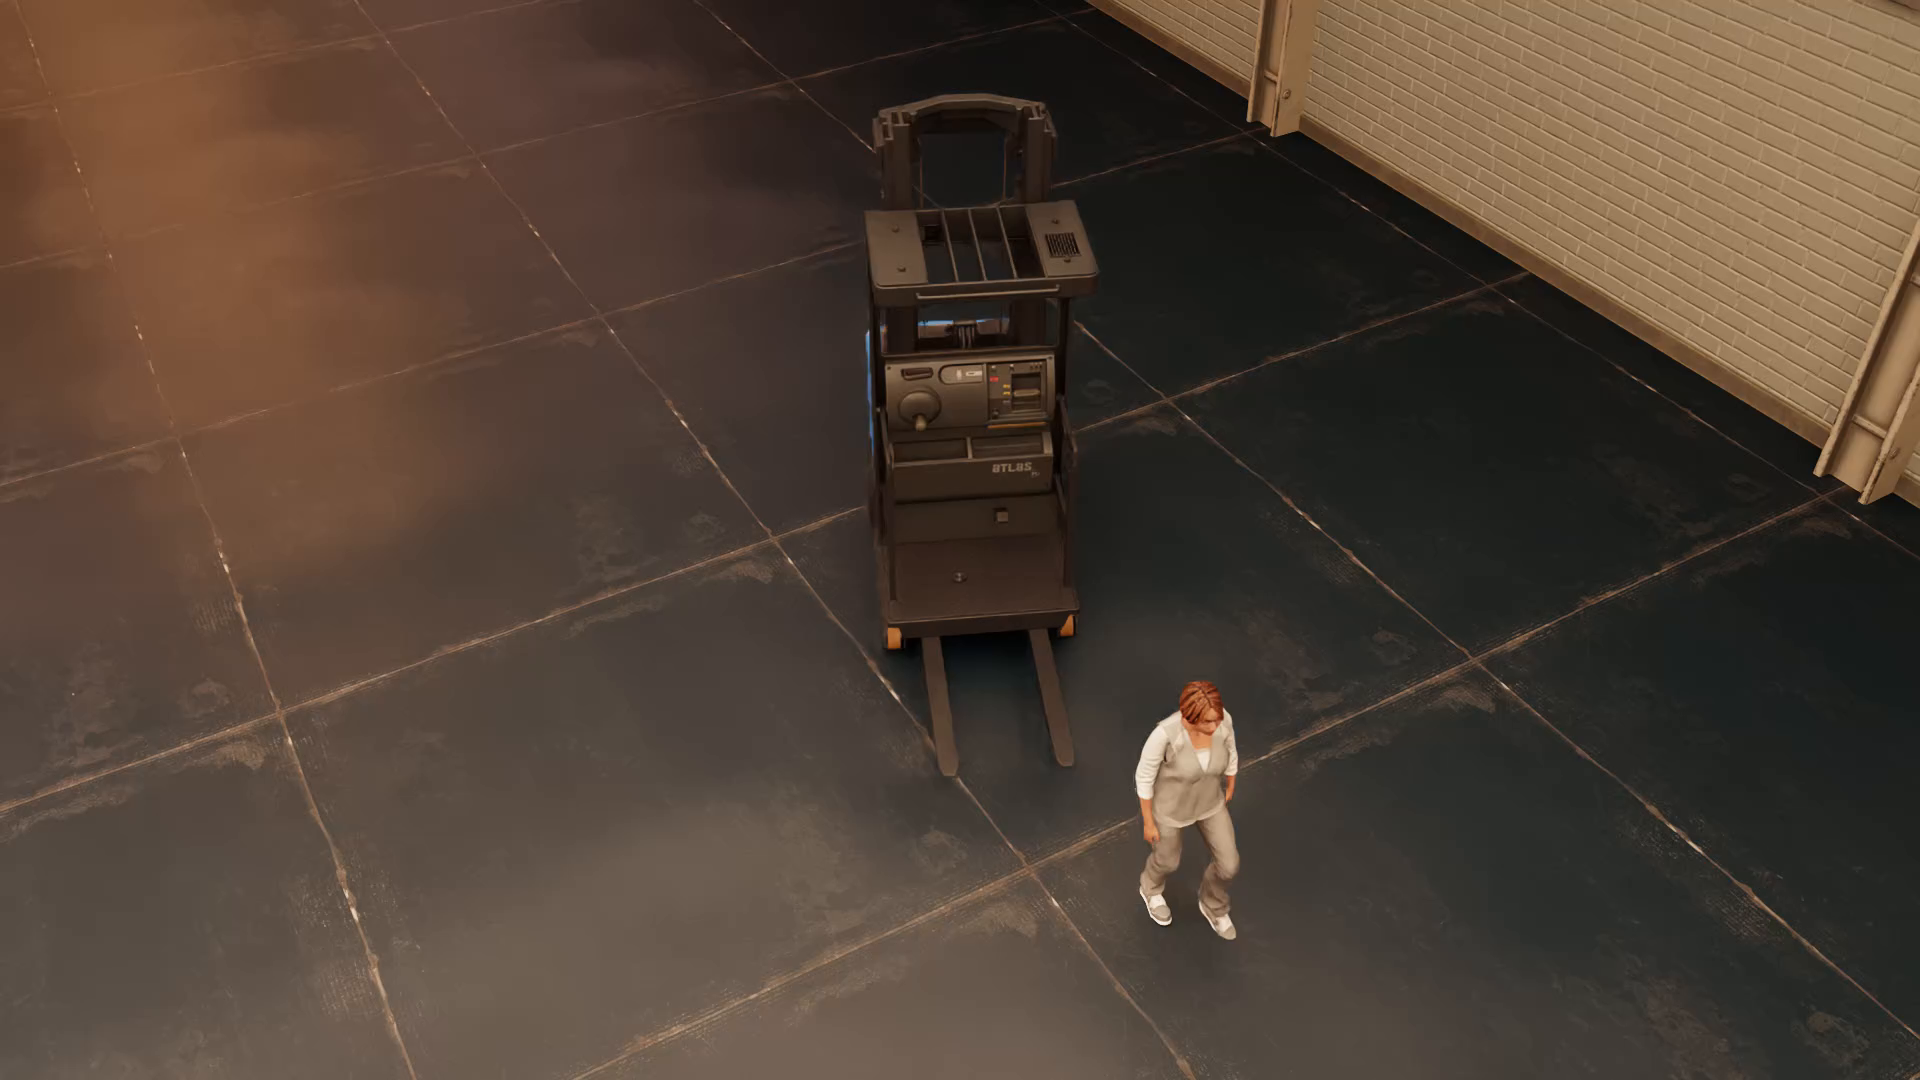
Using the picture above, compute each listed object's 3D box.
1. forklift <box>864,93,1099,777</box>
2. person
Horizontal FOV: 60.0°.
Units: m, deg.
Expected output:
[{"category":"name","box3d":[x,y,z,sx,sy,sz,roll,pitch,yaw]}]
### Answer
[{"category":"forklift","box3d":[0.083,-0.729,8.916,1.130,2.935,3.031,-4,40,-5]},{"category":"person","box3d":[1.044,1.246,7.637,0.510,1.627,0.461,-12,41,-14]}]
